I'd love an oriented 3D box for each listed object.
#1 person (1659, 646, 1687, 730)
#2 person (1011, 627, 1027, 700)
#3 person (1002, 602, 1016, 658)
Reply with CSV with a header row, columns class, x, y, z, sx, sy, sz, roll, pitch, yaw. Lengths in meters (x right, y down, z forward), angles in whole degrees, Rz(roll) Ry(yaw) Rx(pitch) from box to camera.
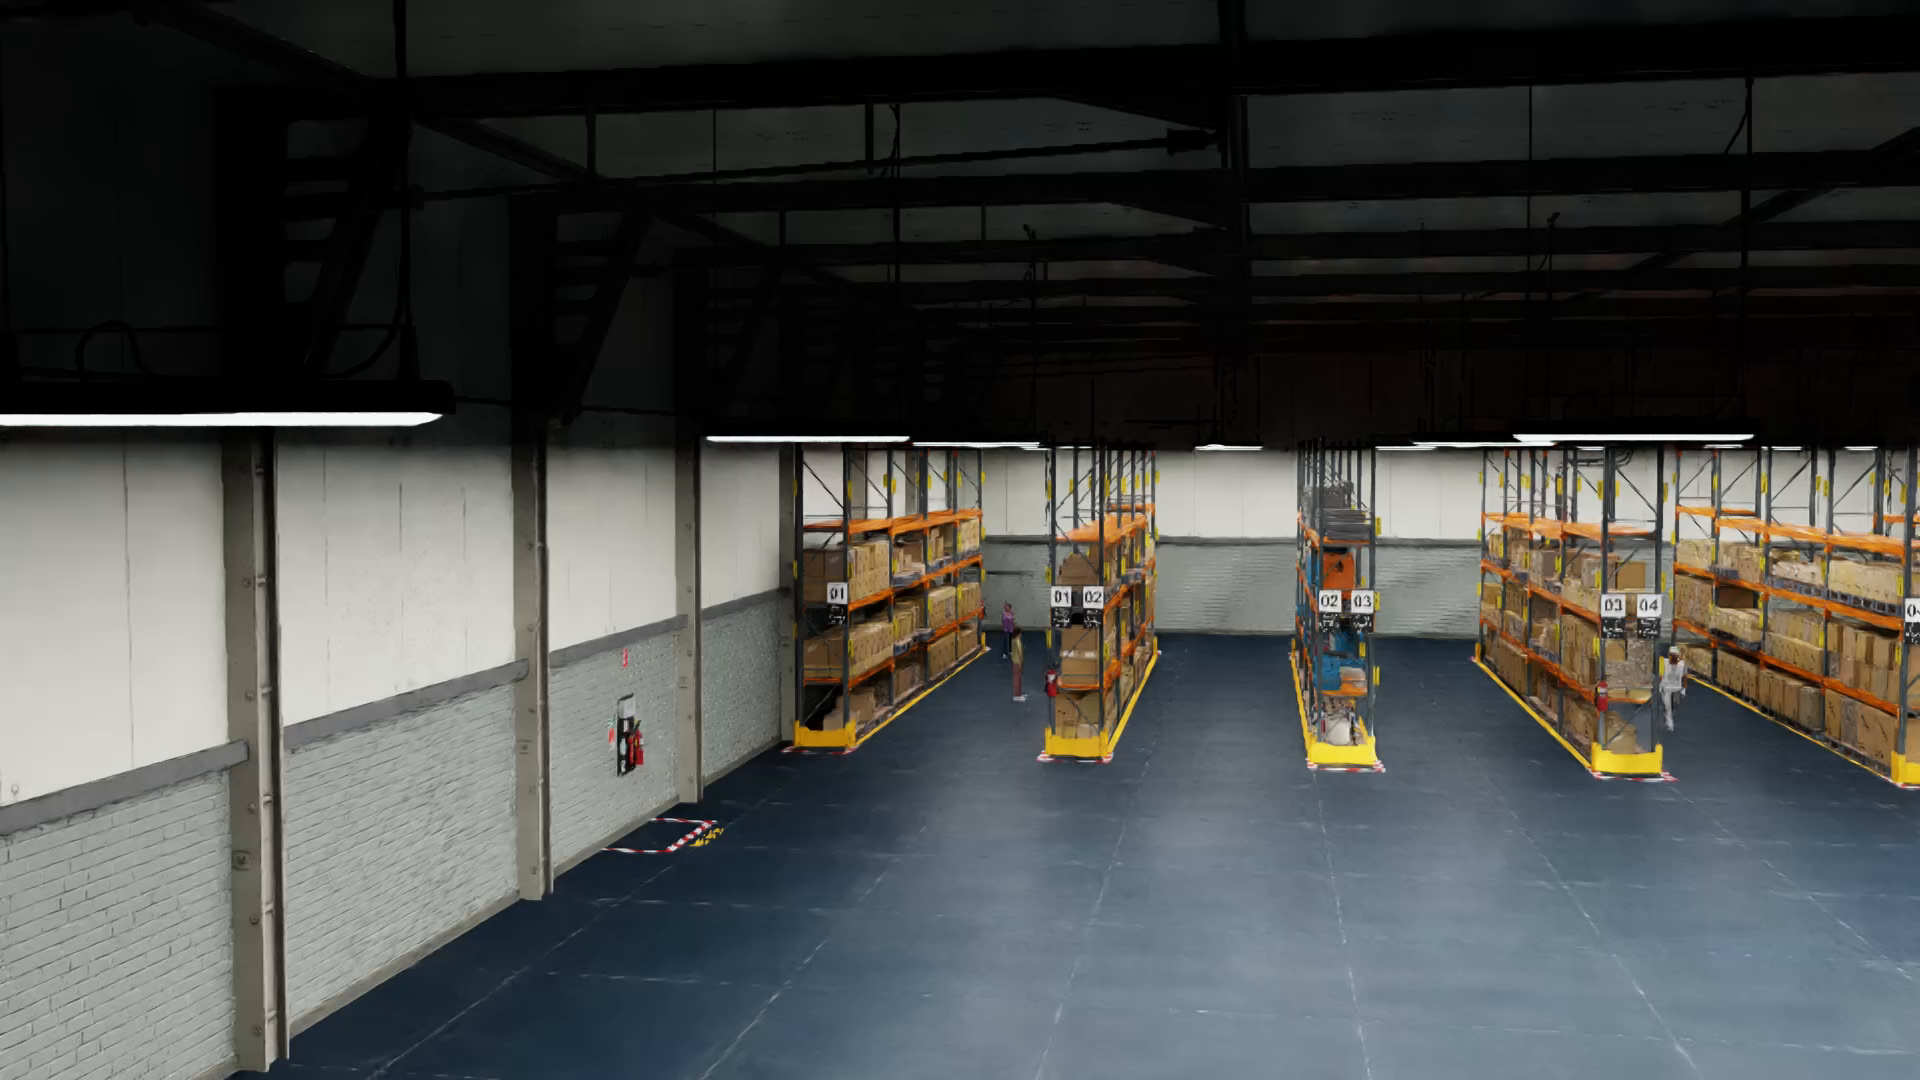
class,x,y,z,sx,sy,sz,roll,pitch,yaw
person,14.701,3.036,34.274,0.564,1.704,1.112,0,3,8
person,1.375,2.840,38.399,0.432,1.677,0.499,-1,3,-20
person,1.371,2.495,46.305,0.432,1.539,0.948,0,3,9
